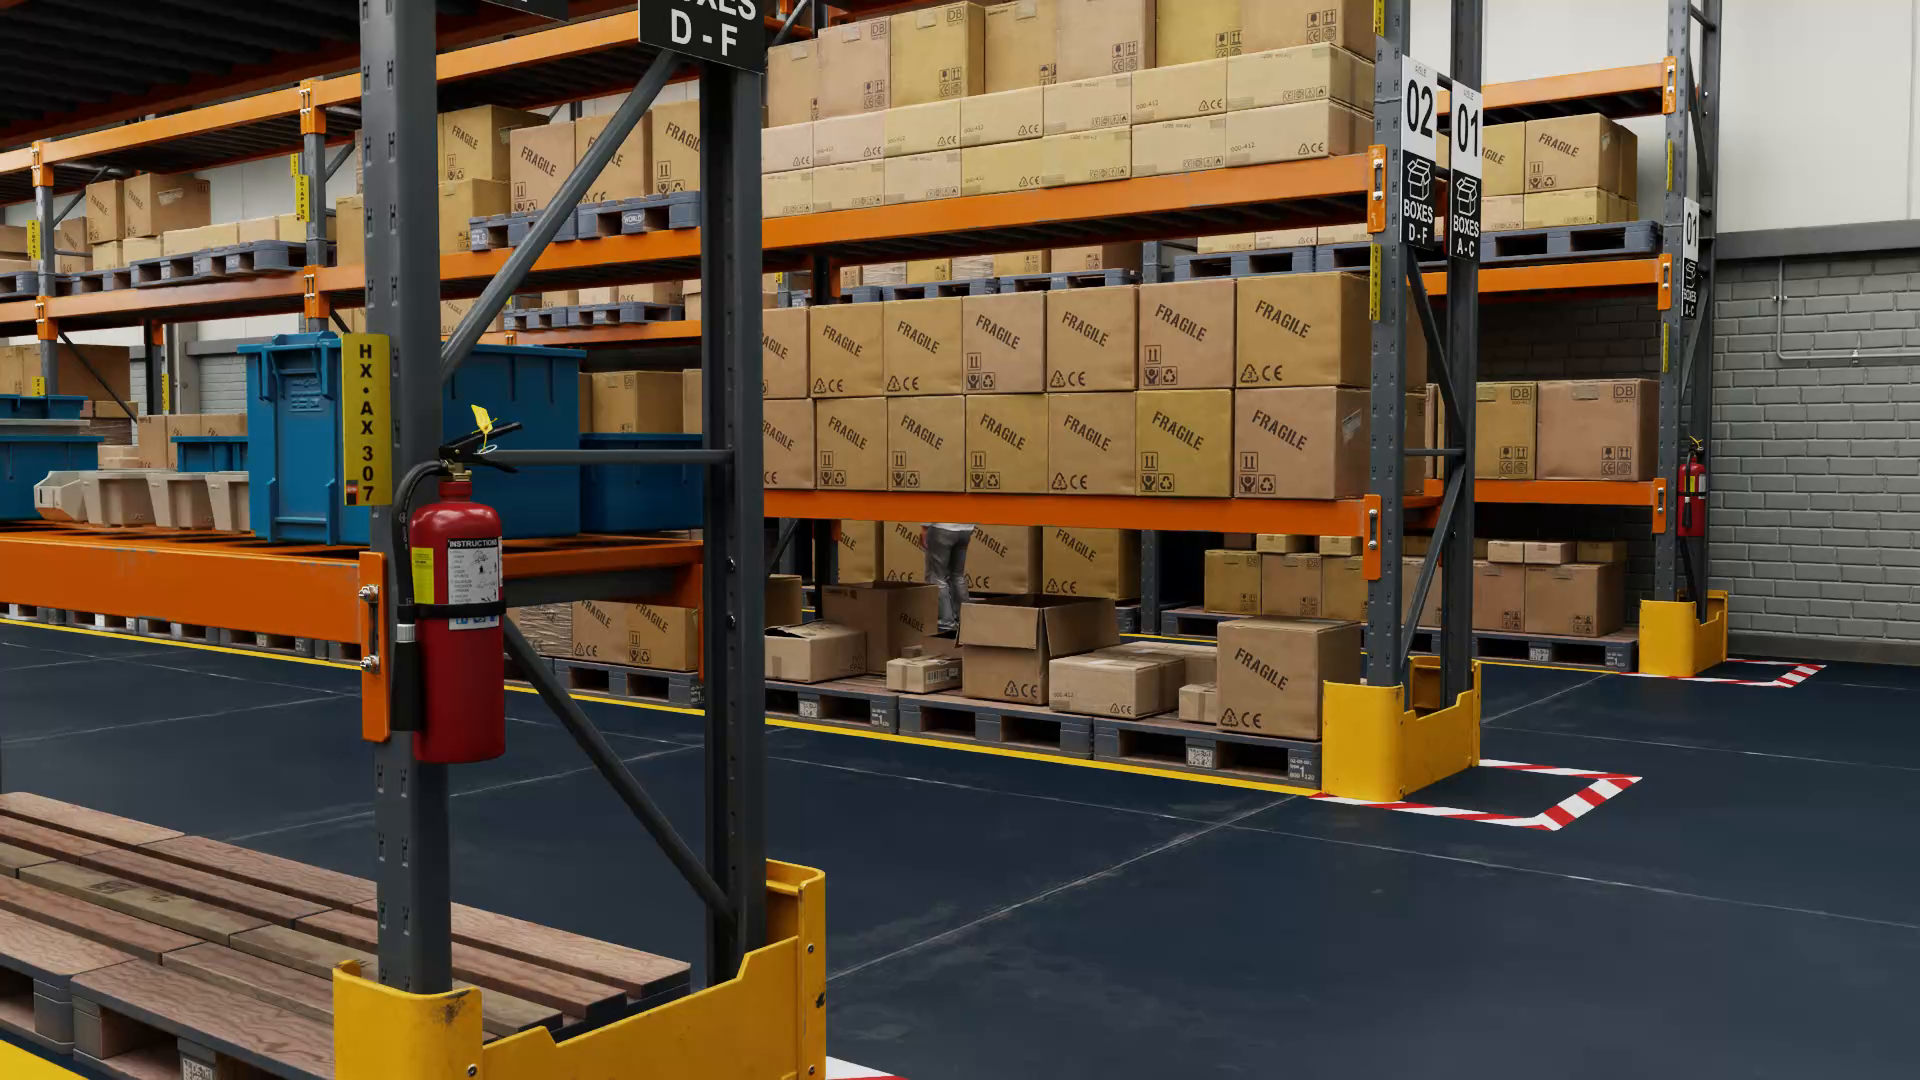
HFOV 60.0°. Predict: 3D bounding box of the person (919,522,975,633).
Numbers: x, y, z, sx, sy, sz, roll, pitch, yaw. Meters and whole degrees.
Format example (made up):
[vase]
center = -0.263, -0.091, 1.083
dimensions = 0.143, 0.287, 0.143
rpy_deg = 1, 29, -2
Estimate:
[person]
center = -0.121, -0.102, 13.504
dimensions = 0.462, 1.772, 0.589
rpy_deg = 2, 4, 36
